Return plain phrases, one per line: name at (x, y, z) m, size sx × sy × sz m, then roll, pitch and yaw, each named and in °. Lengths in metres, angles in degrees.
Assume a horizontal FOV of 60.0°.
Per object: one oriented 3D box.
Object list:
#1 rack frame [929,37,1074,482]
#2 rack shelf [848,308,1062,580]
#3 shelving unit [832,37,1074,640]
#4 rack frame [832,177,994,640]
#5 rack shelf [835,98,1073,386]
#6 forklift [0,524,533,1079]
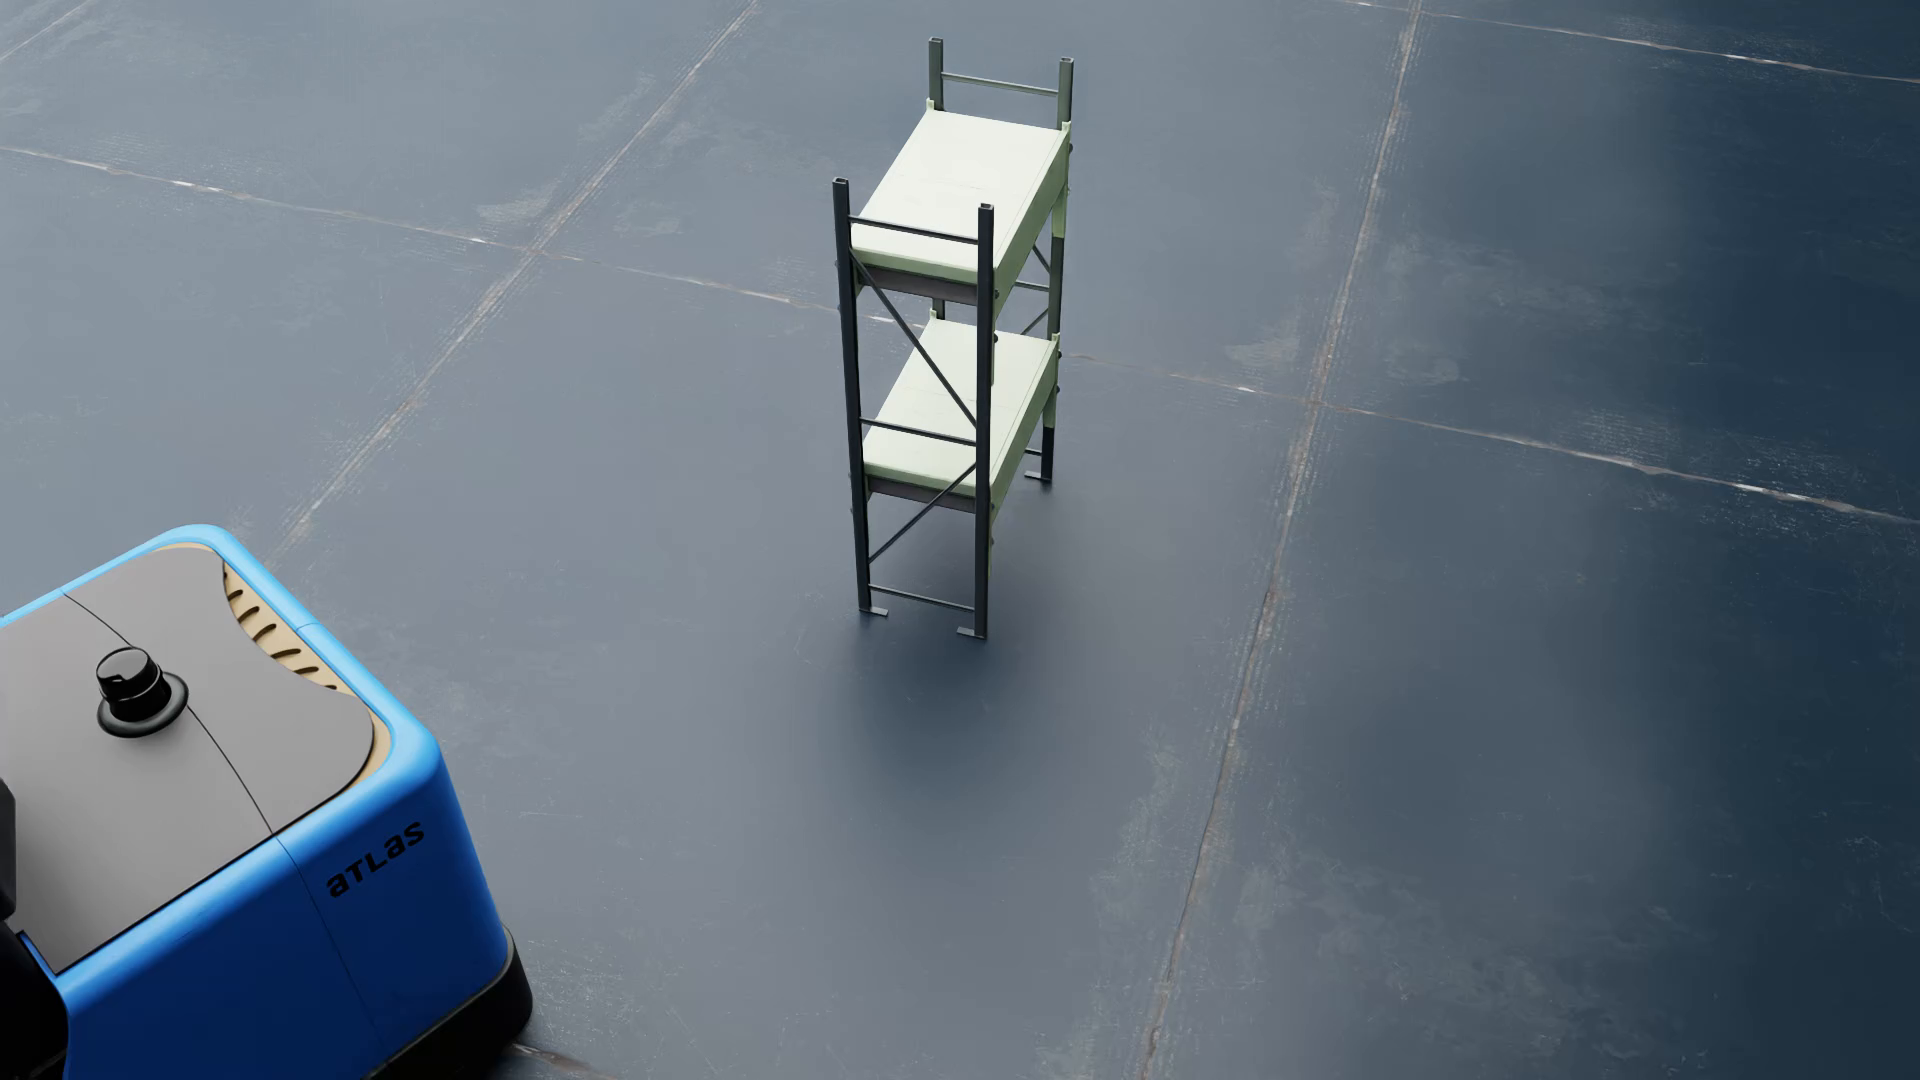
rack frame at (0.109, -0.776, 4.970) m, size 0.400 × 1.500 × 0.023 m, roll 13°, pitch 46°, yaw 12°
rack shelf at (-0.002, -0.299, 4.949) m, size 0.431 × 0.370 × 0.720 m, roll 13°, pitch 46°, yaw 12°
shelving unit at (-0.002, -0.532, 4.721) m, size 0.431 × 1.500 × 0.755 m, roll 13°, pitch 46°, yaw 12°
rack frame at (-0.113, -0.288, 4.472) m, size 0.400 × 1.500 × 0.023 m, roll 13°, pitch 46°, yaw 12°
rack shelf at (-0.002, -0.811, 4.448) m, size 0.431 × 0.370 × 0.720 m, roll 13°, pitch 46°, yaw 12°
forklift at (-2.420, 0.628, 2.513) m, size 1.130 × 2.935 × 3.031 m, roll 35°, pitch 54°, yaw 30°
